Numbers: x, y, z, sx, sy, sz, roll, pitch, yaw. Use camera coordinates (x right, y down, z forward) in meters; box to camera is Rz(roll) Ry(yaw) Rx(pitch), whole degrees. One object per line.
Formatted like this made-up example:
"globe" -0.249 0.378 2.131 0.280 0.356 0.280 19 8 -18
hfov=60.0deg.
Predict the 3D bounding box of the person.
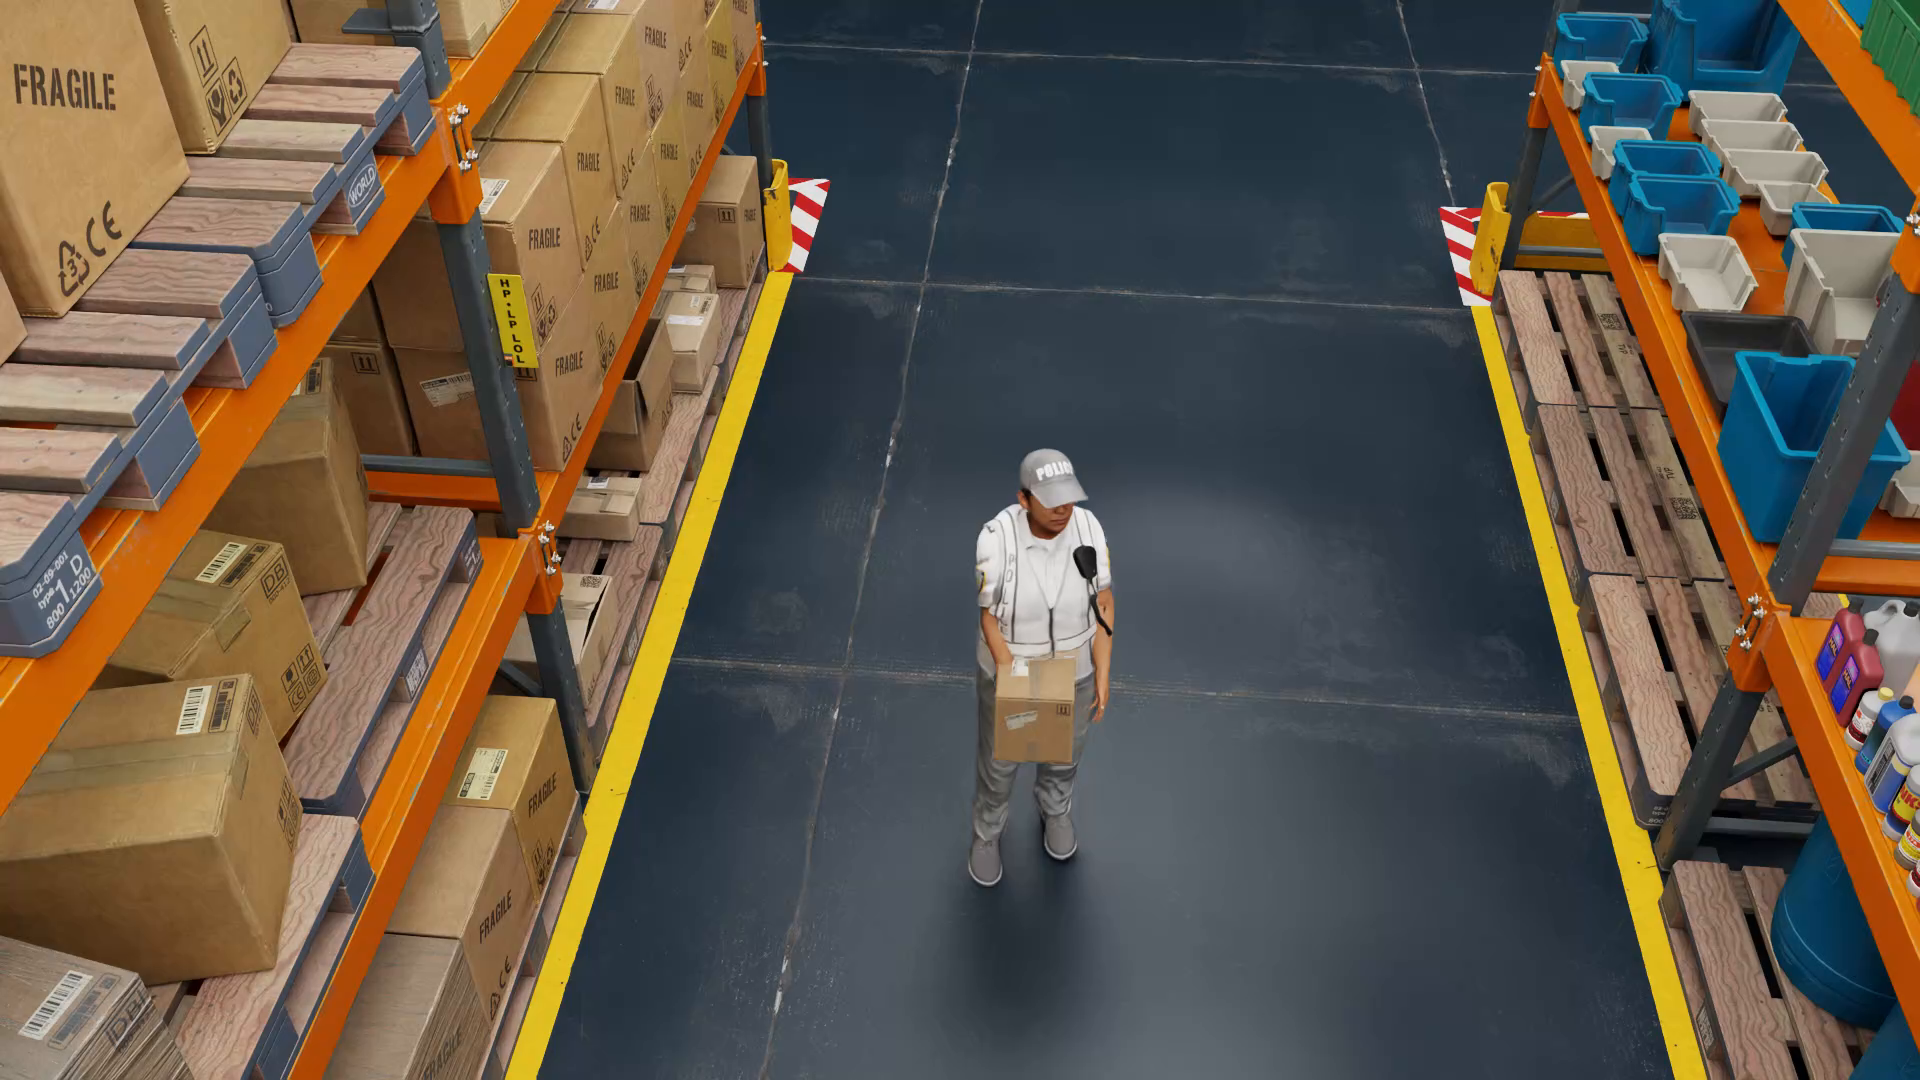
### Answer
"person" 0.259 0.454 5.615 0.537 1.670 0.497 -10 41 -12
